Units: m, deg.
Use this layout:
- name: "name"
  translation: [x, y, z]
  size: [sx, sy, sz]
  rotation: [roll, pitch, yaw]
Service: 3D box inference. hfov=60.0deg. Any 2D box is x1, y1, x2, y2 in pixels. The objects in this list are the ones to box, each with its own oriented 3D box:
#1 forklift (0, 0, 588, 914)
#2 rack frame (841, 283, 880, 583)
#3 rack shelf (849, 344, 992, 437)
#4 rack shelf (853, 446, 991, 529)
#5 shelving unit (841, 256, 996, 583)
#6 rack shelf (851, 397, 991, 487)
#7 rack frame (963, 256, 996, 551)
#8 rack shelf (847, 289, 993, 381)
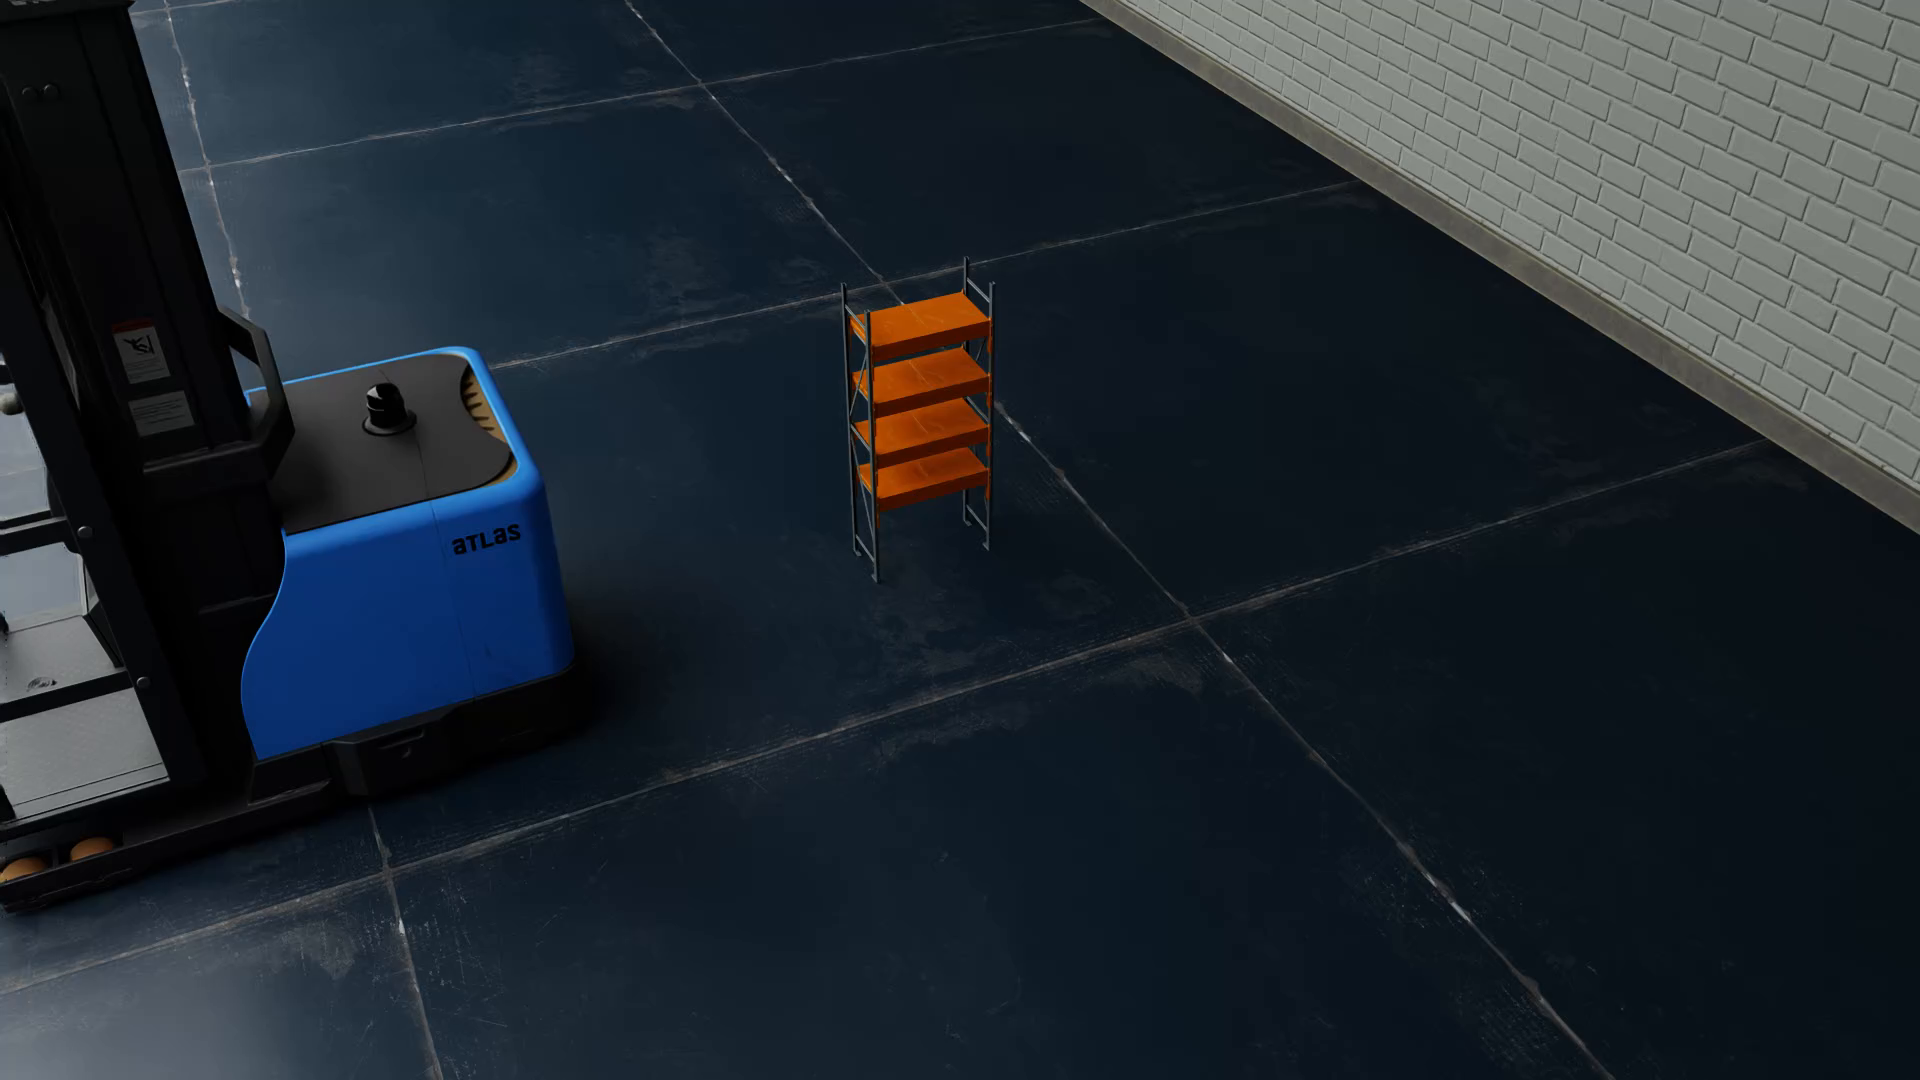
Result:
- name: "forklift"
  translation: [-2.860, -0.383, 4.805]
  size: [3.031, 2.935, 1.130]
  rotation: [-16, 39, -20]
- name: "rack frame"
  translation: [-0.371, -0.378, 6.253]
  size: [0.015, 1.200, 0.240]
  rotation: [-16, 39, -20]
- name: "rack shelf"
  translation: [-0.150, -0.566, 6.243]
  size: [0.480, 0.148, 0.258]
  rotation: [-16, 39, -20]
- name: "rack shelf"
  translation: [-0.150, -0.226, 6.494]
  size: [0.480, 0.148, 0.258]
  rotation: [-16, 39, -20]
- name: "shelving unit"
  translation: [-0.150, -0.440, 6.336]
  size: [0.503, 1.200, 0.258]
  rotation: [-16, 39, -20]
- name: "rack shelf"
  translation: [-0.150, -0.386, 6.376]
  size: [0.480, 0.148, 0.258]
  rotation: [-16, 39, -20]
- name: "rack frame"
  translation: [0.071, -0.502, 6.419]
  size: [0.015, 1.200, 0.240]
  rotation: [-16, 39, -20]
- name: "rack shelf"
  translation: [-0.150, -0.756, 6.102]
  size: [0.480, 0.148, 0.258]
  rotation: [-16, 39, -20]
